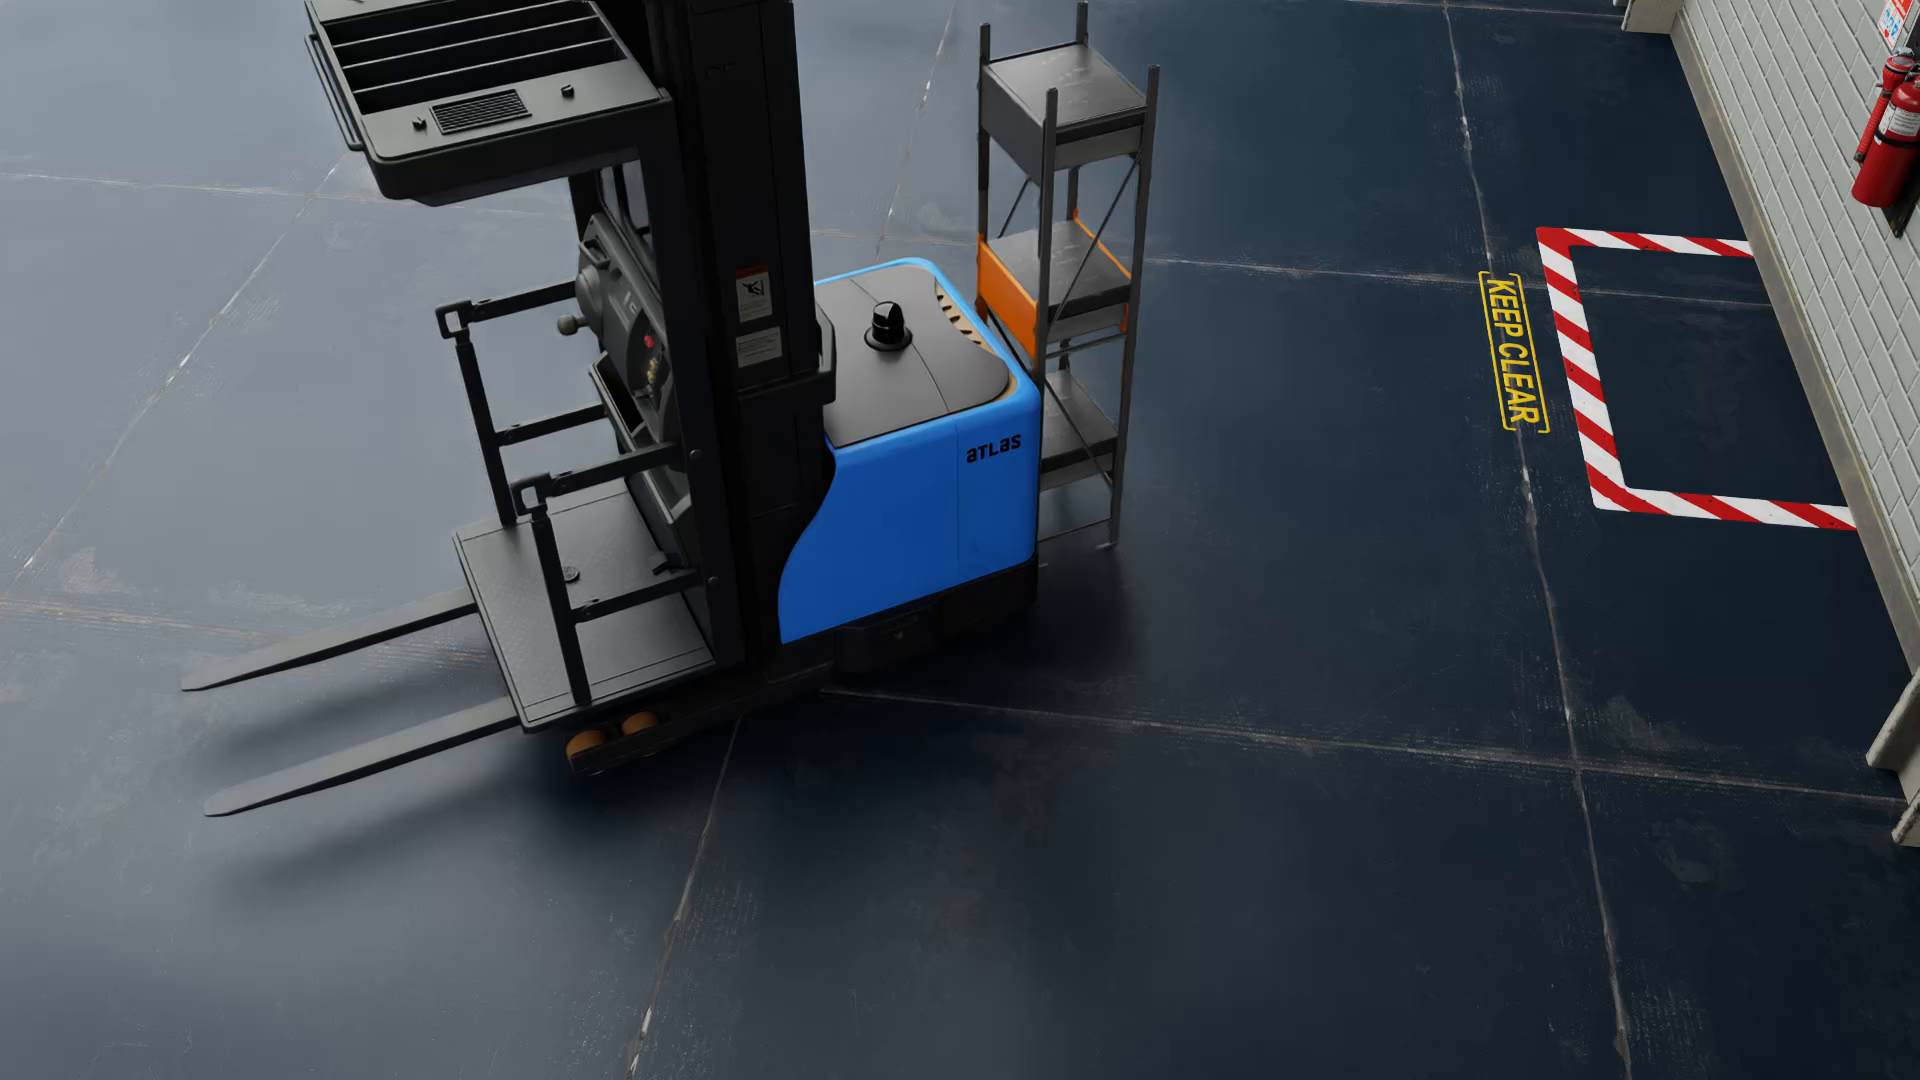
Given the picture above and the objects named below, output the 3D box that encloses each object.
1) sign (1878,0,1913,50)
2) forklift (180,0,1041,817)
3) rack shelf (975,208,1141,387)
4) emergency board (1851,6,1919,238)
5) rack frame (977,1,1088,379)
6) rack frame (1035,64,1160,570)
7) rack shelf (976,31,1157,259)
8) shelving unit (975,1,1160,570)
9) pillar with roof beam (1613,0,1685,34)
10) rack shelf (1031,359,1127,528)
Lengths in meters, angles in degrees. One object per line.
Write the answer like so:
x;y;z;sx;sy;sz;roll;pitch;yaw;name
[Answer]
3.902;-2.237;6.904;0.001;0.329;0.234;5;44;6;sign
-1.260;-0.649;5.304;3.031;2.935;1.130;-18;46;-18;forklift
0.350;-0.835;6.124;0.431;0.518;0.480;-18;46;-18;rack shelf
3.727;-1.856;6.529;0.194;1.169;0.643;5;44;6;emergency board
0.248;-0.997;6.276;0.400;2.100;0.015;-18;46;-18;rack frame
0.453;-0.693;5.954;0.400;2.100;0.015;-18;46;-18;rack frame
0.350;-1.344;5.643;0.431;0.518;0.480;-18;46;-18;rack shelf
0.350;-0.845;6.115;0.431;2.100;0.503;-18;46;-18;shelving unit
-0.112;-6.834;7.423;9.100;9.000;0.400;5;44;6;pillar with roof beam
0.350;-0.326;6.605;0.431;0.518;0.480;-18;46;-18;rack shelf
